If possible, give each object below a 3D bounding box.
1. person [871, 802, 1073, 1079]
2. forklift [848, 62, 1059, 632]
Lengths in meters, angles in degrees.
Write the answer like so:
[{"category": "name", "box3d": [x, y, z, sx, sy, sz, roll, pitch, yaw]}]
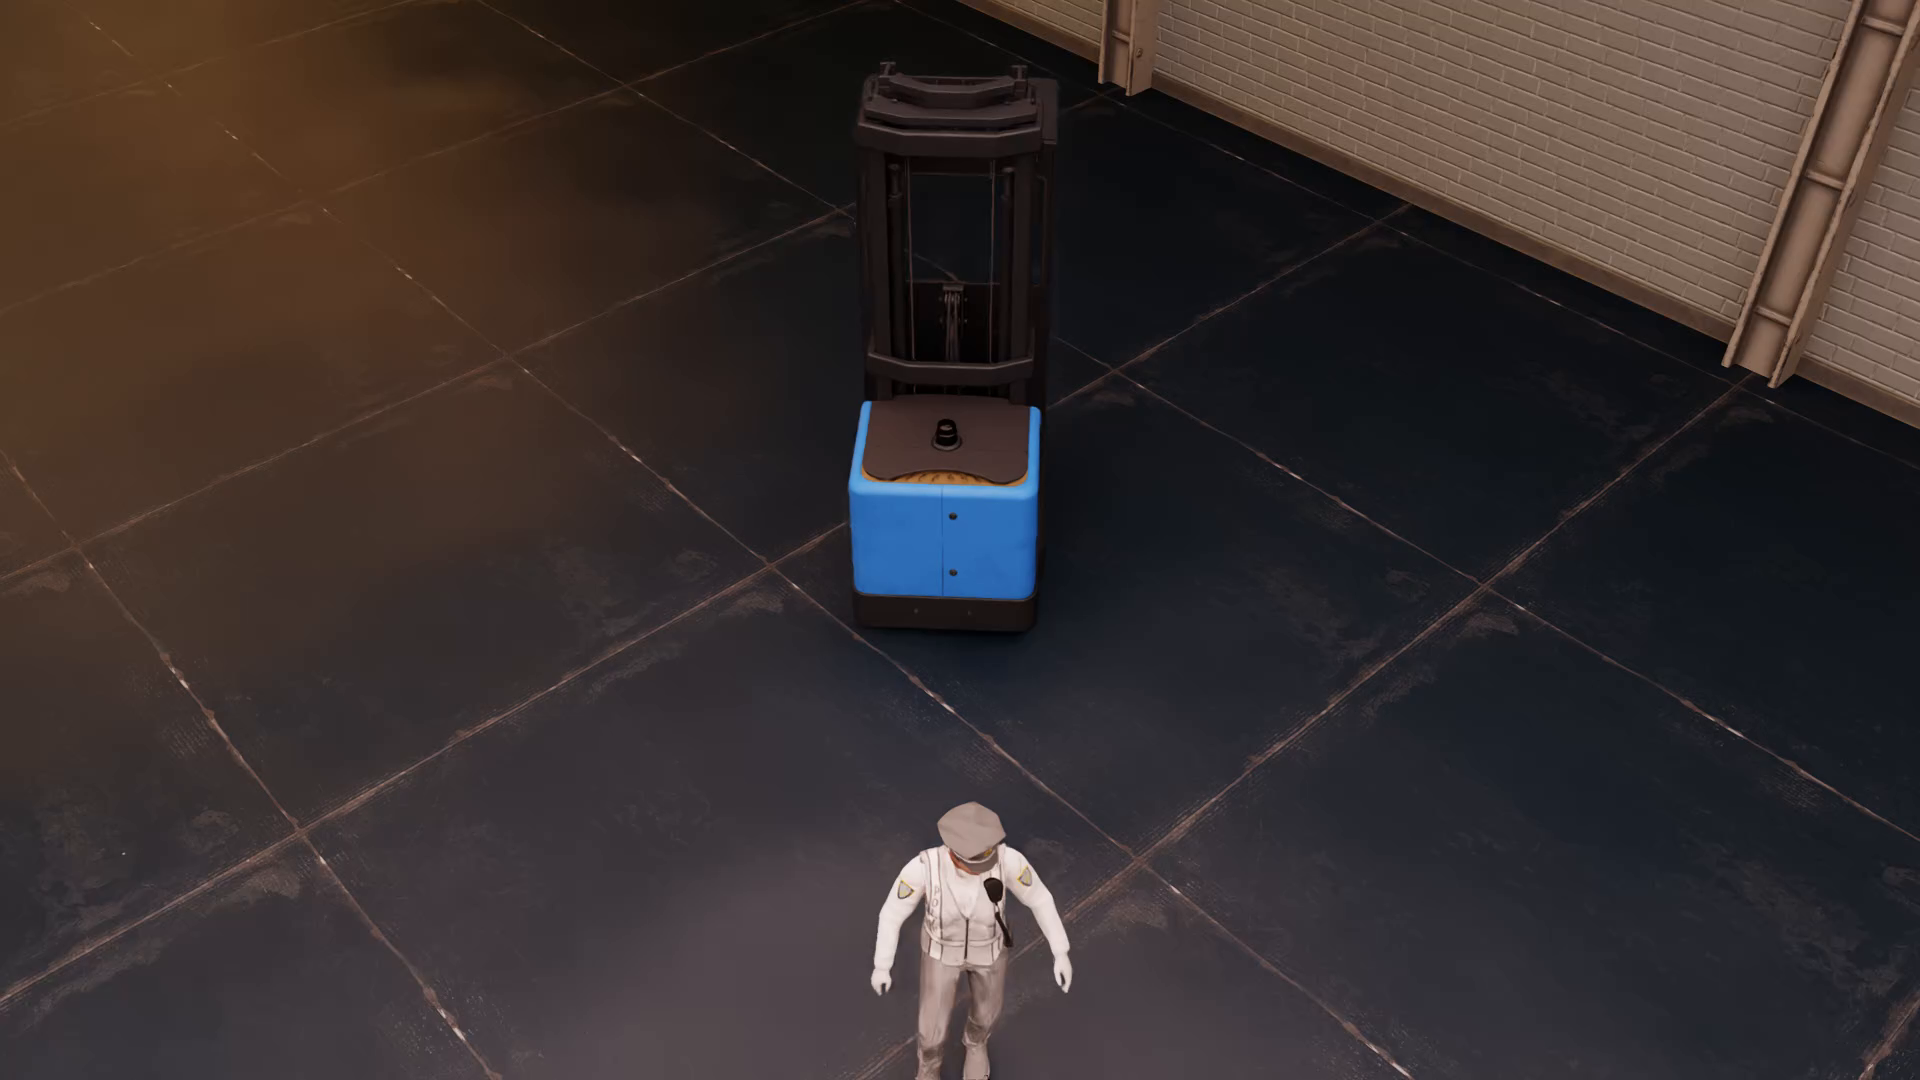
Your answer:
[{"category": "person", "box3d": [0.043, 1.754, 6.896, 0.823, 1.683, 0.441, -1, 41, -1]}, {"category": "forklift", "box3d": [-0.013, -1.536, 9.688, 1.130, 2.935, 3.031, 2, 41, 2]}]
